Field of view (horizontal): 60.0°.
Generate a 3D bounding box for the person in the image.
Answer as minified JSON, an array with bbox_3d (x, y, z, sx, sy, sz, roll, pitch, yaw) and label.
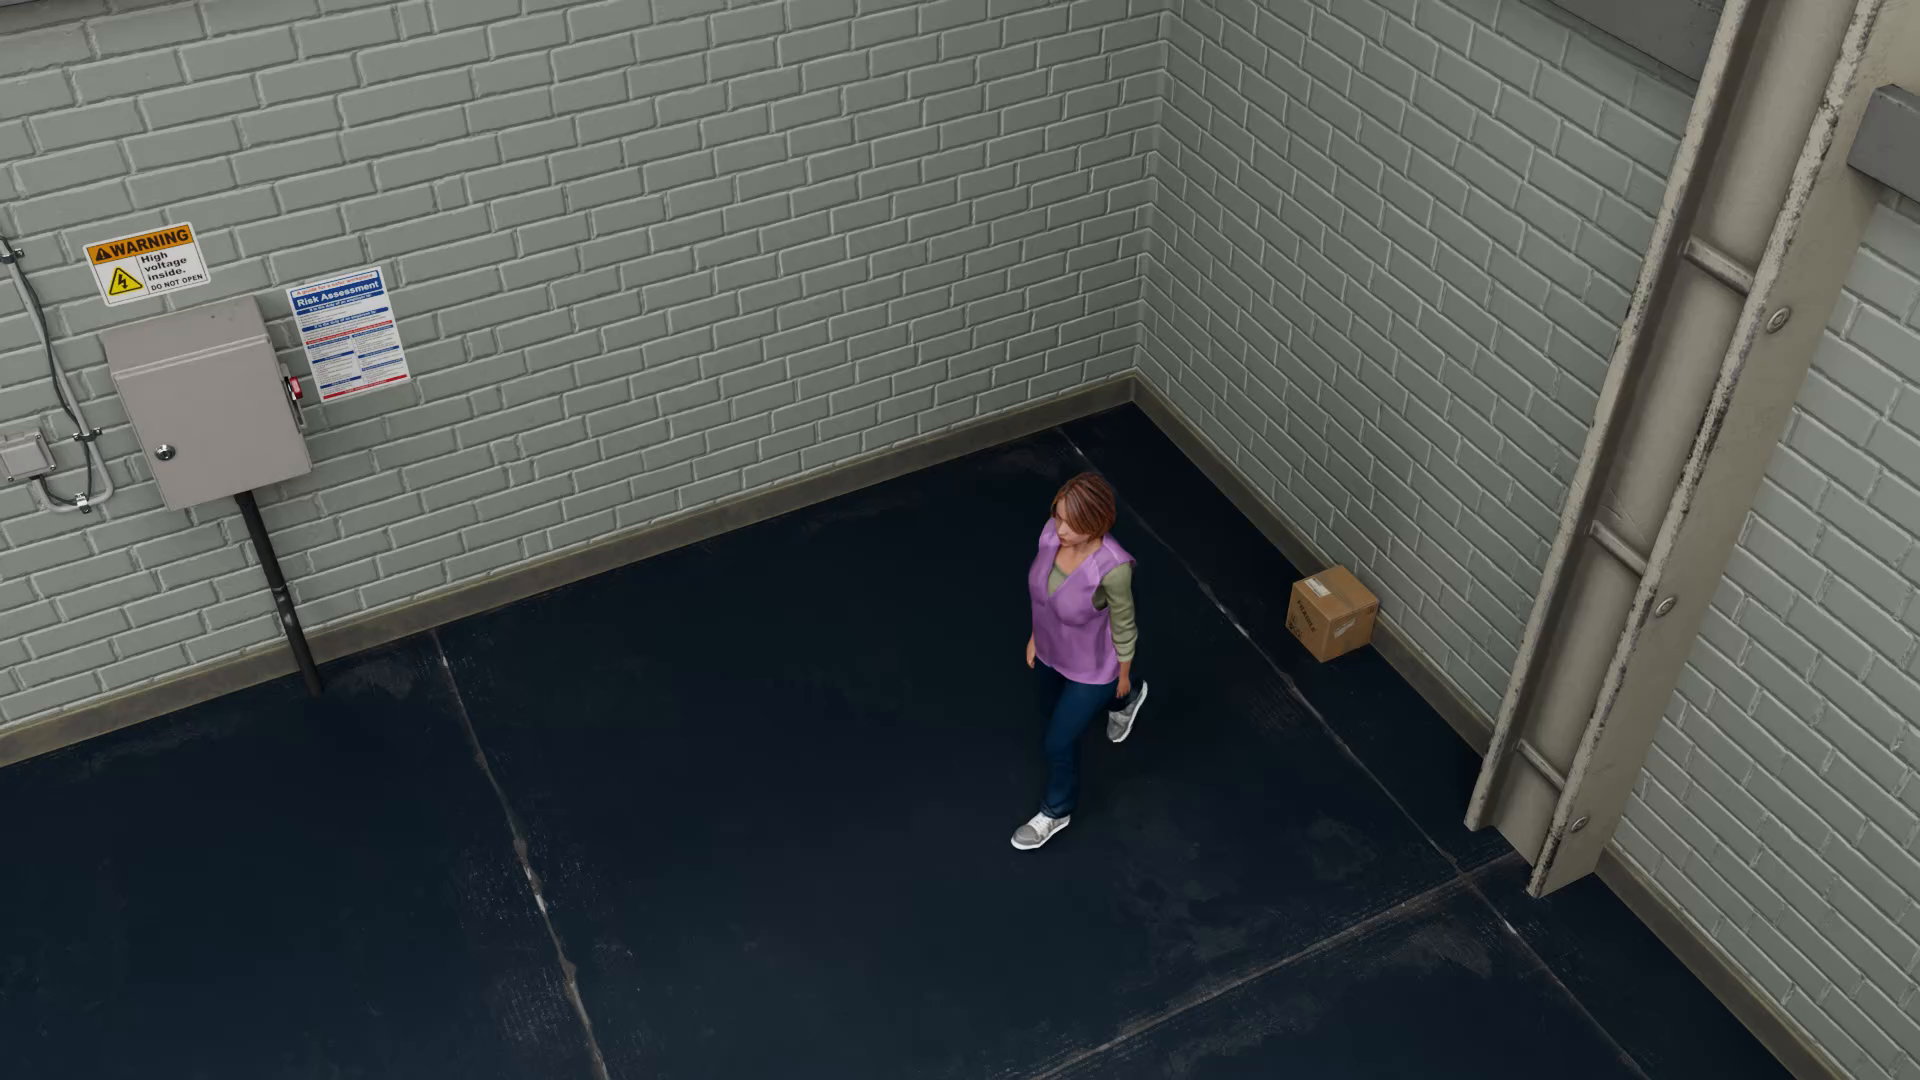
[{"bbox_3d":[0.463,0.365,5.743,0.759,1.571,0.406,-26,48,-26],"label":"person"}]
